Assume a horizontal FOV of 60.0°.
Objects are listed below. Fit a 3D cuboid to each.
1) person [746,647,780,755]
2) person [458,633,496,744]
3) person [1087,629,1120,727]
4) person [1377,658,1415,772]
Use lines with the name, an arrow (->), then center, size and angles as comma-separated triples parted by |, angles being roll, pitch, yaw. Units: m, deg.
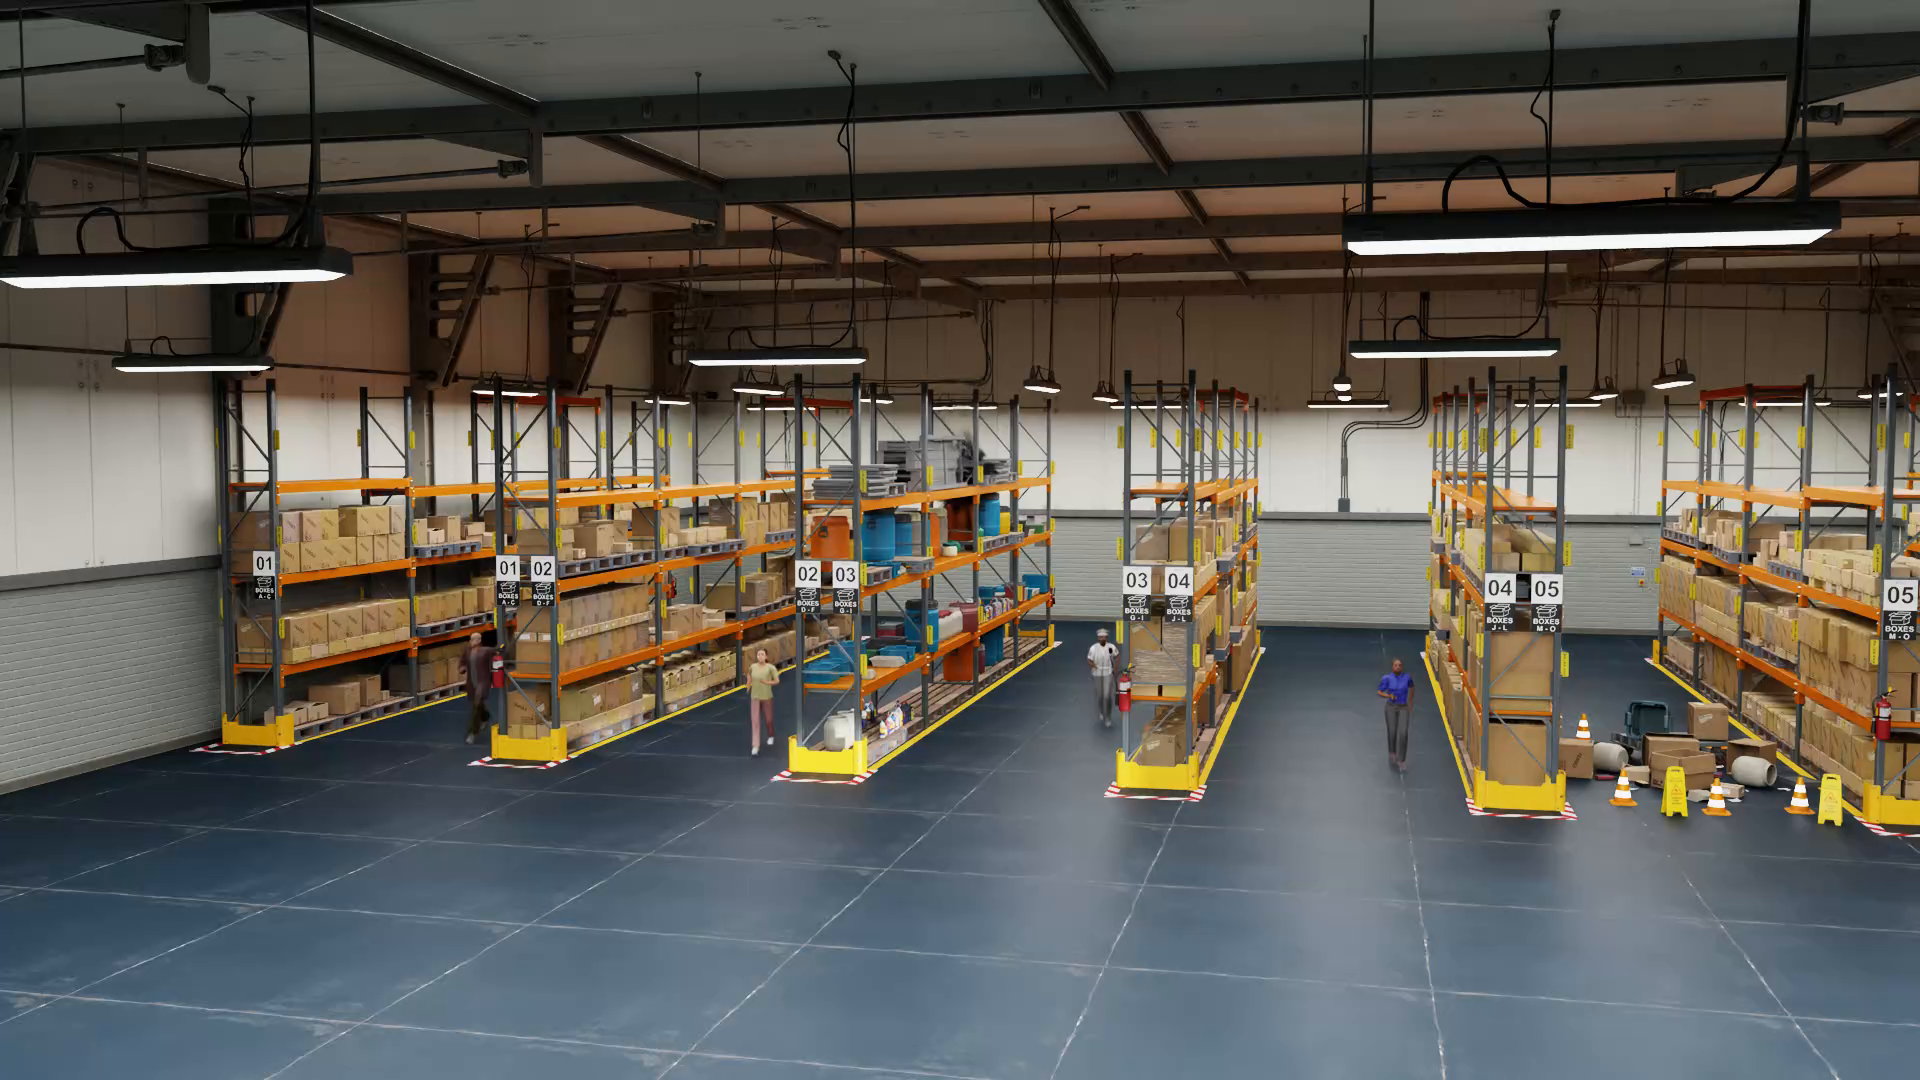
person -> -3.166, 2.543, 26.642 | 0.574, 1.655, 0.969 | 0, 3, 5
person -> -8.036, 2.438, 27.857 | 0.720, 1.801, 1.061 | 1, 4, 16
person -> 2.511, 2.425, 29.245 | 0.566, 1.738, 0.727 | 1, 3, 11
person -> 6.664, 2.653, 25.414 | 0.567, 1.695, 0.768 | 1, 4, 12
